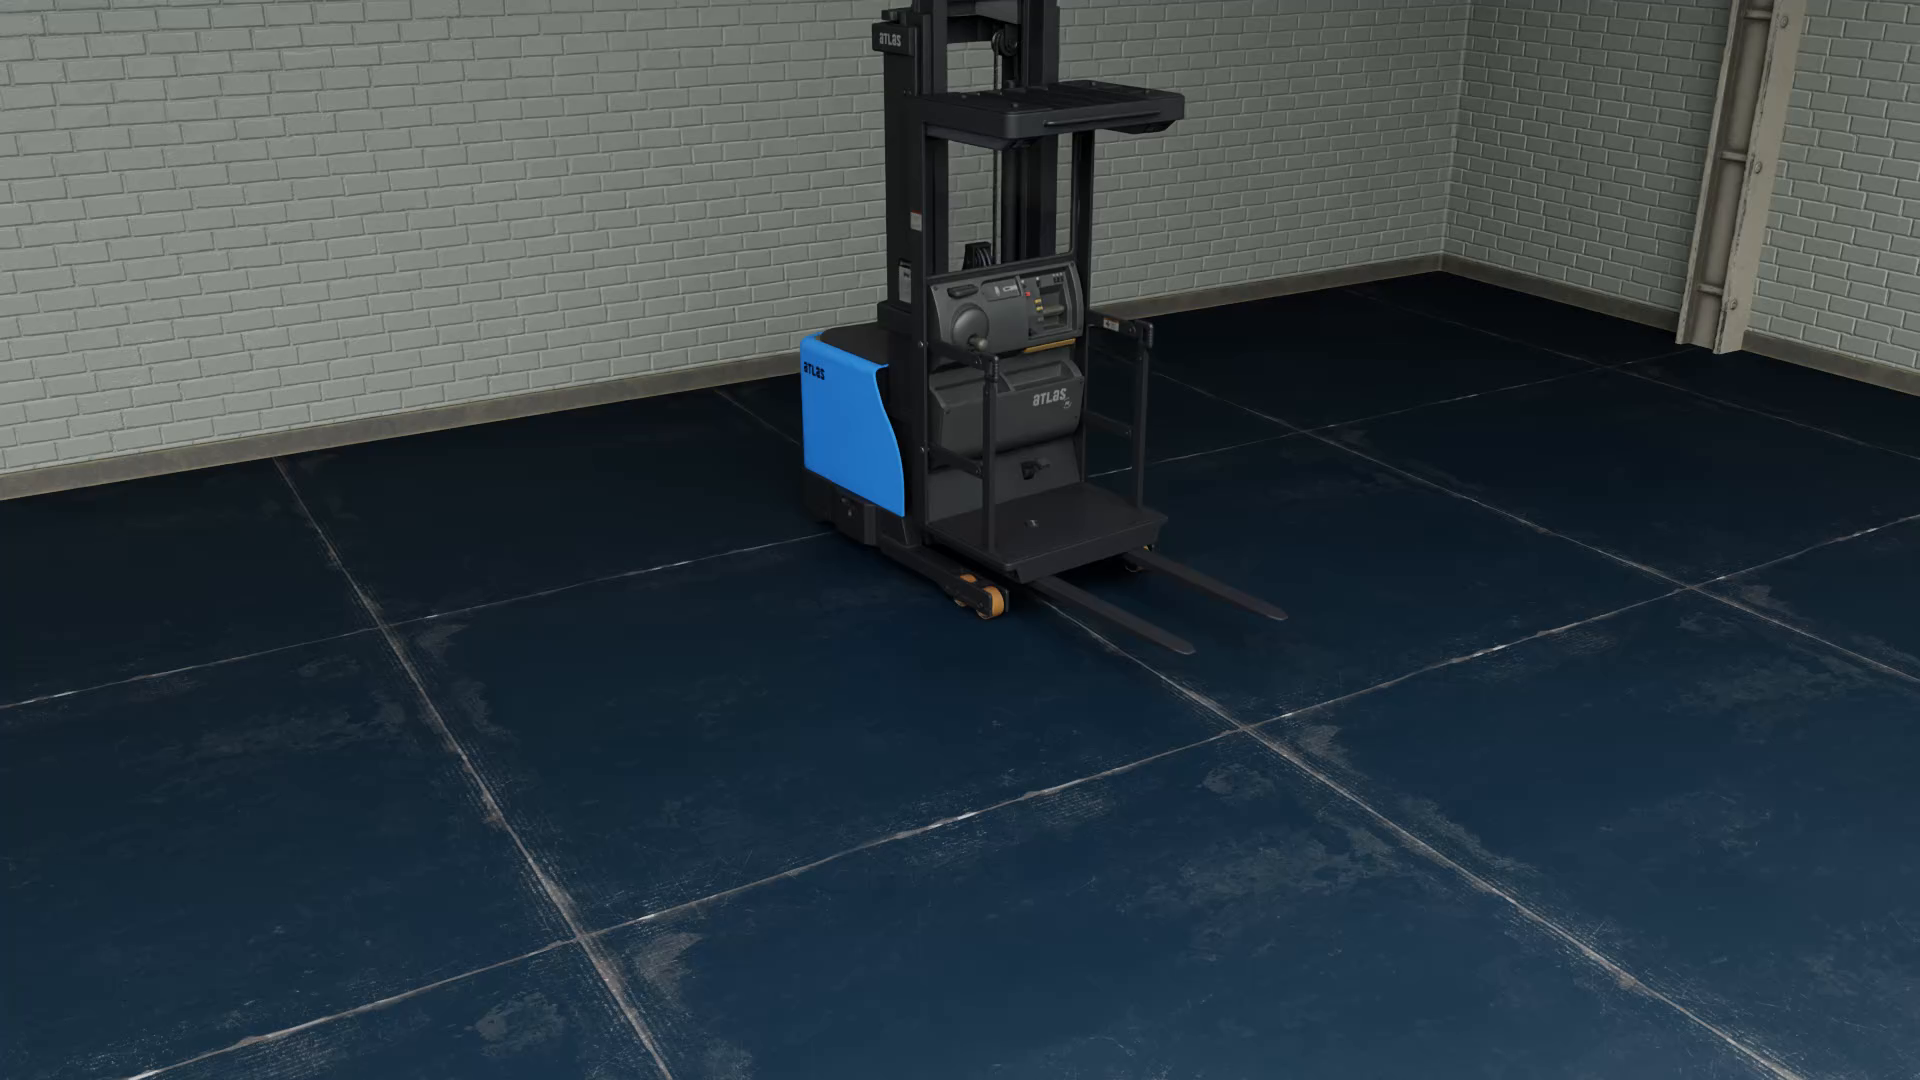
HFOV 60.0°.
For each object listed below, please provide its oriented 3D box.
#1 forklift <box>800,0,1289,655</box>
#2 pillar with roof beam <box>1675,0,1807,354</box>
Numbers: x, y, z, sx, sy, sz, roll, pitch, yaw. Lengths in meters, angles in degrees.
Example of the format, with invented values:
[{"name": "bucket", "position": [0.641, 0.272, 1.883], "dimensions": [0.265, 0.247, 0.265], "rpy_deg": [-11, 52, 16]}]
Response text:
[{"name": "forklift", "position": [0.376, -1.169, 8.296], "dimensions": [1.130, 2.935, 3.031], "rpy_deg": [-16, 27, -34]}, {"name": "pillar with roof beam", "position": [2.183, -4.867, 9.335], "dimensions": [9.100, 9.000, 0.400], "rpy_deg": [-13, 25, -28]}]
